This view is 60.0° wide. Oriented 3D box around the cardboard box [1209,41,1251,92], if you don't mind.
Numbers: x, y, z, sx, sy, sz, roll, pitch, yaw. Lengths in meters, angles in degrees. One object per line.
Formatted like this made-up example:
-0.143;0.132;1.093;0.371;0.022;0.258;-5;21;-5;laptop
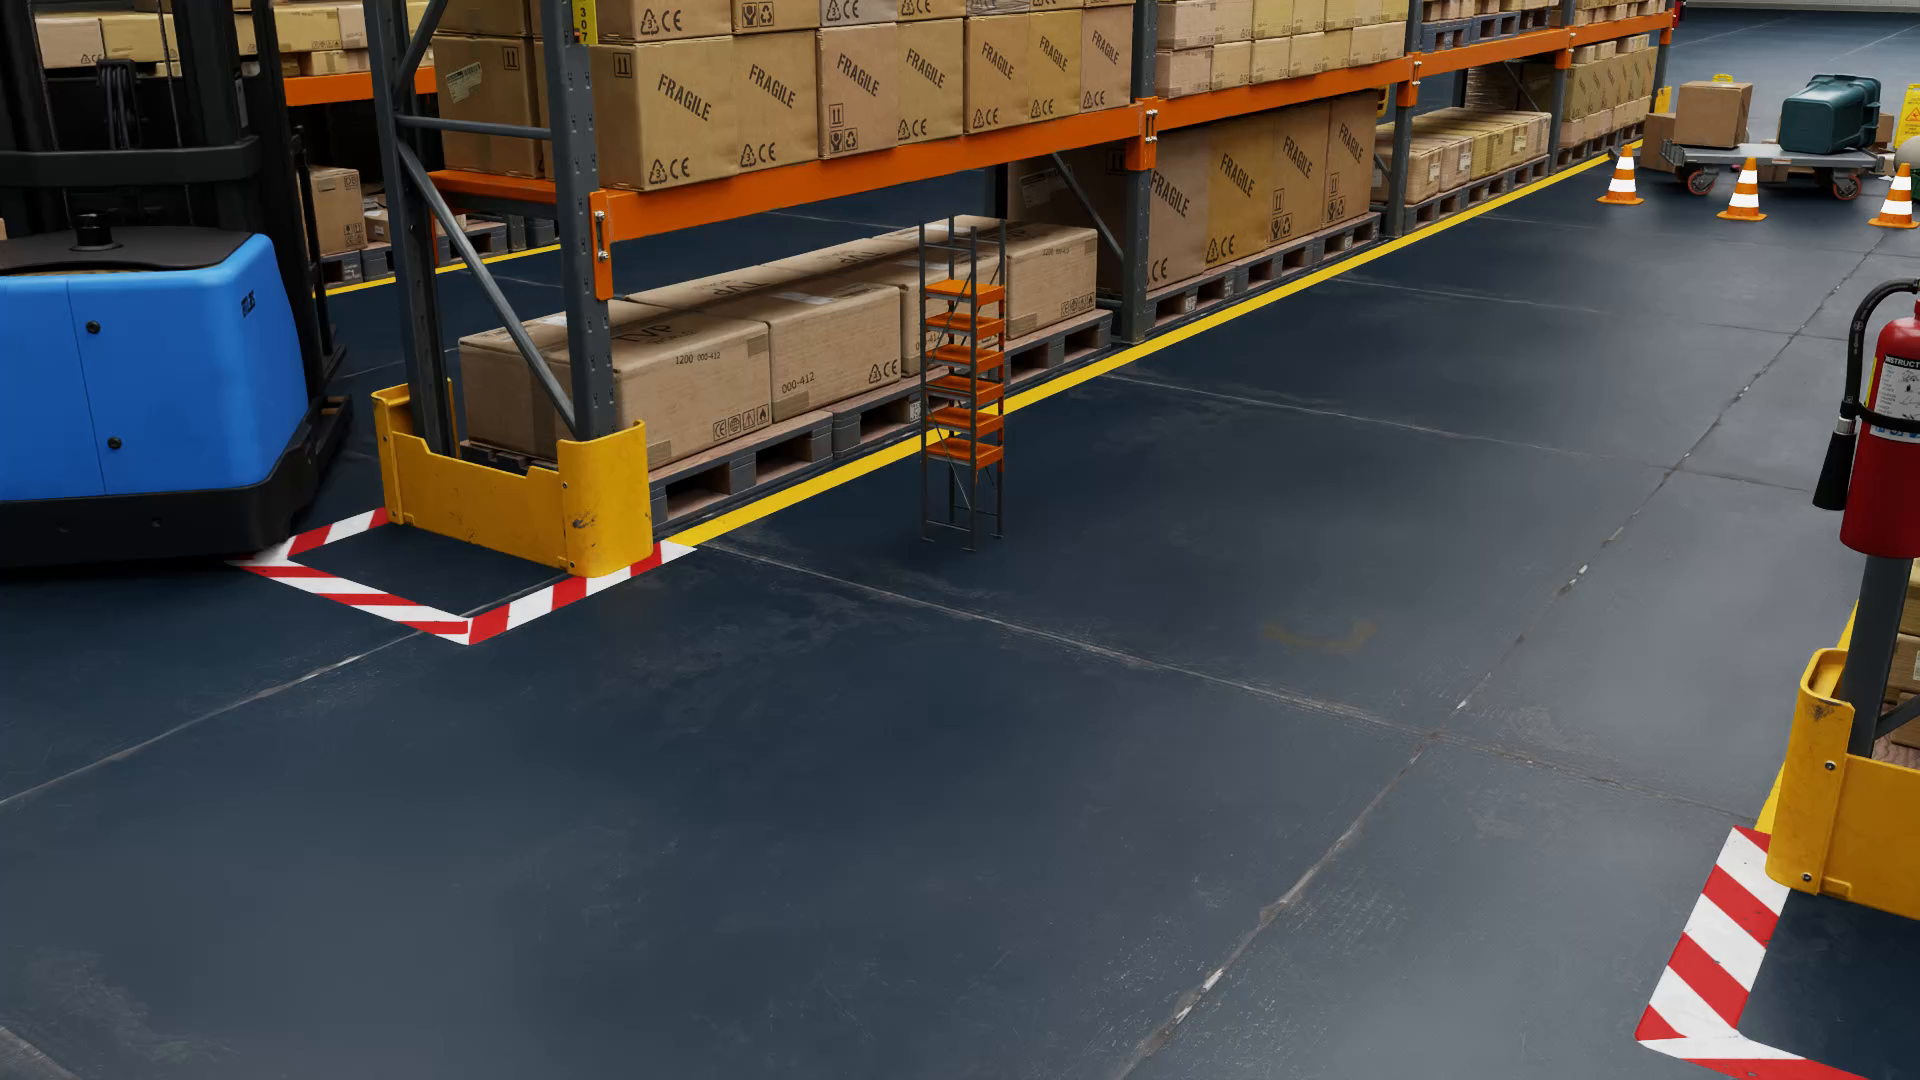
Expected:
1.333;-2.733;9.547;0.500;0.250;0.500;13;24;31;cardboard box

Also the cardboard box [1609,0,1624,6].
6.109;-5.424;16.031;0.500;0.500;0.500;13;24;31;cardboard box

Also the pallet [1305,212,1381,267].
2.321;-2.208;11.931;1.003;0.211;1.213;13;24;32;pallet

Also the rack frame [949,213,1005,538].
0.060;-0.593;6.139;0.240;1.200;0.006;13;24;32;rack frame

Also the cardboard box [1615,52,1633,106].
6.509;-4.708;16.945;0.500;0.500;0.500;13;24;31;cardboard box

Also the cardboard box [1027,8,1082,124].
0.244;-2.295;8.003;0.500;0.500;0.500;13;24;31;cardboard box

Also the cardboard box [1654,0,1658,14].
7.078;-5.593;17.423;0.380;0.149;0.250;13;24;31;cardboard box

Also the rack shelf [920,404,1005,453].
0.008;-0.413;6.125;0.258;0.103;0.180;13;24;32;rack shelf

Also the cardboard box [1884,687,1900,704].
2.664;0.359;4.475;0.380;0.149;0.250;14;25;33;cardboard box

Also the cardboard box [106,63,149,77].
-4.805;-2.624;9.398;0.380;0.149;0.250;14;24;33;cardboard box

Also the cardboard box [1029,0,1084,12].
0.249;-2.763;7.825;0.500;0.500;0.500;13;24;31;cardboard box

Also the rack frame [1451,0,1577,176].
5.075;-4.875;15.122;1.000;3.000;0.127;13;24;32;rack frame

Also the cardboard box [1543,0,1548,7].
4.851;-4.681;14.353;0.380;0.149;0.250;12;24;30;cardboard box

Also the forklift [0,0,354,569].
-3.272;-1.748;6.765;1.130;2.935;3.031;-4;21;-11;forklift

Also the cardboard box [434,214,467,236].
-3.600;-2.190;11.365;0.380;0.149;0.250;12;24;30;cardboard box

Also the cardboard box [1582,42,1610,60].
6.037;-4.727;16.064;0.380;0.149;0.250;14;25;34;cardboard box

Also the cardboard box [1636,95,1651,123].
7.078;-4.639;17.841;0.500;0.250;0.500;13;24;32;cardboard box

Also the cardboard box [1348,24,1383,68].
2.483;-3.312;11.111;0.500;0.250;0.500;14;24;33;cardboard box

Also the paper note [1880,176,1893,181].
8.476;-3.289;15.125;0.155;0.023;0.172;-14;25;-33;paper note

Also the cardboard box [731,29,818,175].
-0.902;-1.712;6.424;0.500;0.500;0.500;13;24;31;cardboard box

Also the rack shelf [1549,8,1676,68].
6.199;-5.112;16.798;1.077;0.370;4.000;13;24;32;rack shelf

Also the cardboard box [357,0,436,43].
-3.614;-3.423;10.981;0.500;0.250;0.500;14;24;33;cardboard box

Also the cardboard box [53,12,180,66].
-4.735;-2.837;9.398;0.500;0.250;0.500;13;24;31;cardboard box

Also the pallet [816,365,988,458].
-0.599;-0.718;7.901;1.003;0.211;1.213;13;24;32;pallet

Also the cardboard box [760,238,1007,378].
-0.367;-1.159;8.163;0.875;0.438;0.875;12;24;30;cardboard box

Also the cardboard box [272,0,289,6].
-4.587;-3.593;10.360;0.500;0.500;0.500;13;24;30;cardboard box

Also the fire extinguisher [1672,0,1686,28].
7.769;-5.930;18.084;0.296;0.674;0.183;13;24;32;fire extinguisher

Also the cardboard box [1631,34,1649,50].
6.938;-5.187;17.307;0.380;0.149;0.250;14;25;33;cardboard box

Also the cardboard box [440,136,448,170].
-3.498;-2.770;12.428;0.500;0.500;0.500;13;24;32;cardboard box

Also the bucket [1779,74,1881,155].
7.395;-3.605;14.216;0.620;0.611;0.726;-24;30;-29;bucket

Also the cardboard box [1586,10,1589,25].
5.616;-4.868;15.464;0.380;0.149;0.250;14;25;33;cardboard box

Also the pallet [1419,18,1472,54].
3.139;-3.863;12.661;1.213;0.211;1.003;13;24;32;pallet

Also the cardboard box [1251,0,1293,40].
1.634;-3.110;9.845;0.500;0.250;0.500;14;24;32;cardboard box

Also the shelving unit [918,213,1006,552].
0.008;-0.567;6.068;0.258;1.200;0.189;13;24;32;shelving unit

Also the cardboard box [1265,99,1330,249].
1.865;-2.491;11.133;0.875;0.875;0.875;14;24;32;cardboard box

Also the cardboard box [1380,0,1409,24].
2.764;-3.703;11.449;0.500;0.250;0.500;13;24;32;cardboard box

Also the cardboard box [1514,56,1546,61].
5.470;-4.503;16.392;0.500;0.500;0.500;14;24;33;cardboard box

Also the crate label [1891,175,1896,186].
8.276;-3.101;14.450;0.298;0.136;0.250;-2;20;-5;crate label

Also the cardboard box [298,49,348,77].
-4.044;-2.982;10.364;0.380;0.149;0.250;13;24;31;cardboard box

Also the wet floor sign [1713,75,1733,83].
8.315;-4.765;18.216;0.232;0.644;0.267;-14;25;-33;wet floor sign

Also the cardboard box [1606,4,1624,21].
6.244;-5.151;16.228;0.380;0.149;0.250;13;24;32;cardboard box

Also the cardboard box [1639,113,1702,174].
6.803;-3.746;15.669;0.500;0.500;0.500;-6;21;-15;cardboard box

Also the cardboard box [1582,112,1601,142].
5.921;-4.055;16.261;0.500;0.250;0.500;15;25;35;cardboard box

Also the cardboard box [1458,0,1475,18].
3.713;-4.083;12.736;0.380;0.149;0.250;13;24;32;cardboard box

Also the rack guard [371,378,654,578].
-1.684;-0.253;6.229;1.175;0.500;0.348;13;24;32;rack guard

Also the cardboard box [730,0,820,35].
-0.881;-2.180;6.250;0.500;0.500;0.500;13;24;30;cardboard box

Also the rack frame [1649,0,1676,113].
7.324;-6.023;18.225;1.000;3.000;0.127;13;24;32;rack frame

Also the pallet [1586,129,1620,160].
6.108;-4.119;17.095;1.003;0.211;1.213;13;24;32;pallet

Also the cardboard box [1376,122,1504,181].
3.991;-3.282;13.997;0.950;0.372;0.625;14;25;34;cardboard box
